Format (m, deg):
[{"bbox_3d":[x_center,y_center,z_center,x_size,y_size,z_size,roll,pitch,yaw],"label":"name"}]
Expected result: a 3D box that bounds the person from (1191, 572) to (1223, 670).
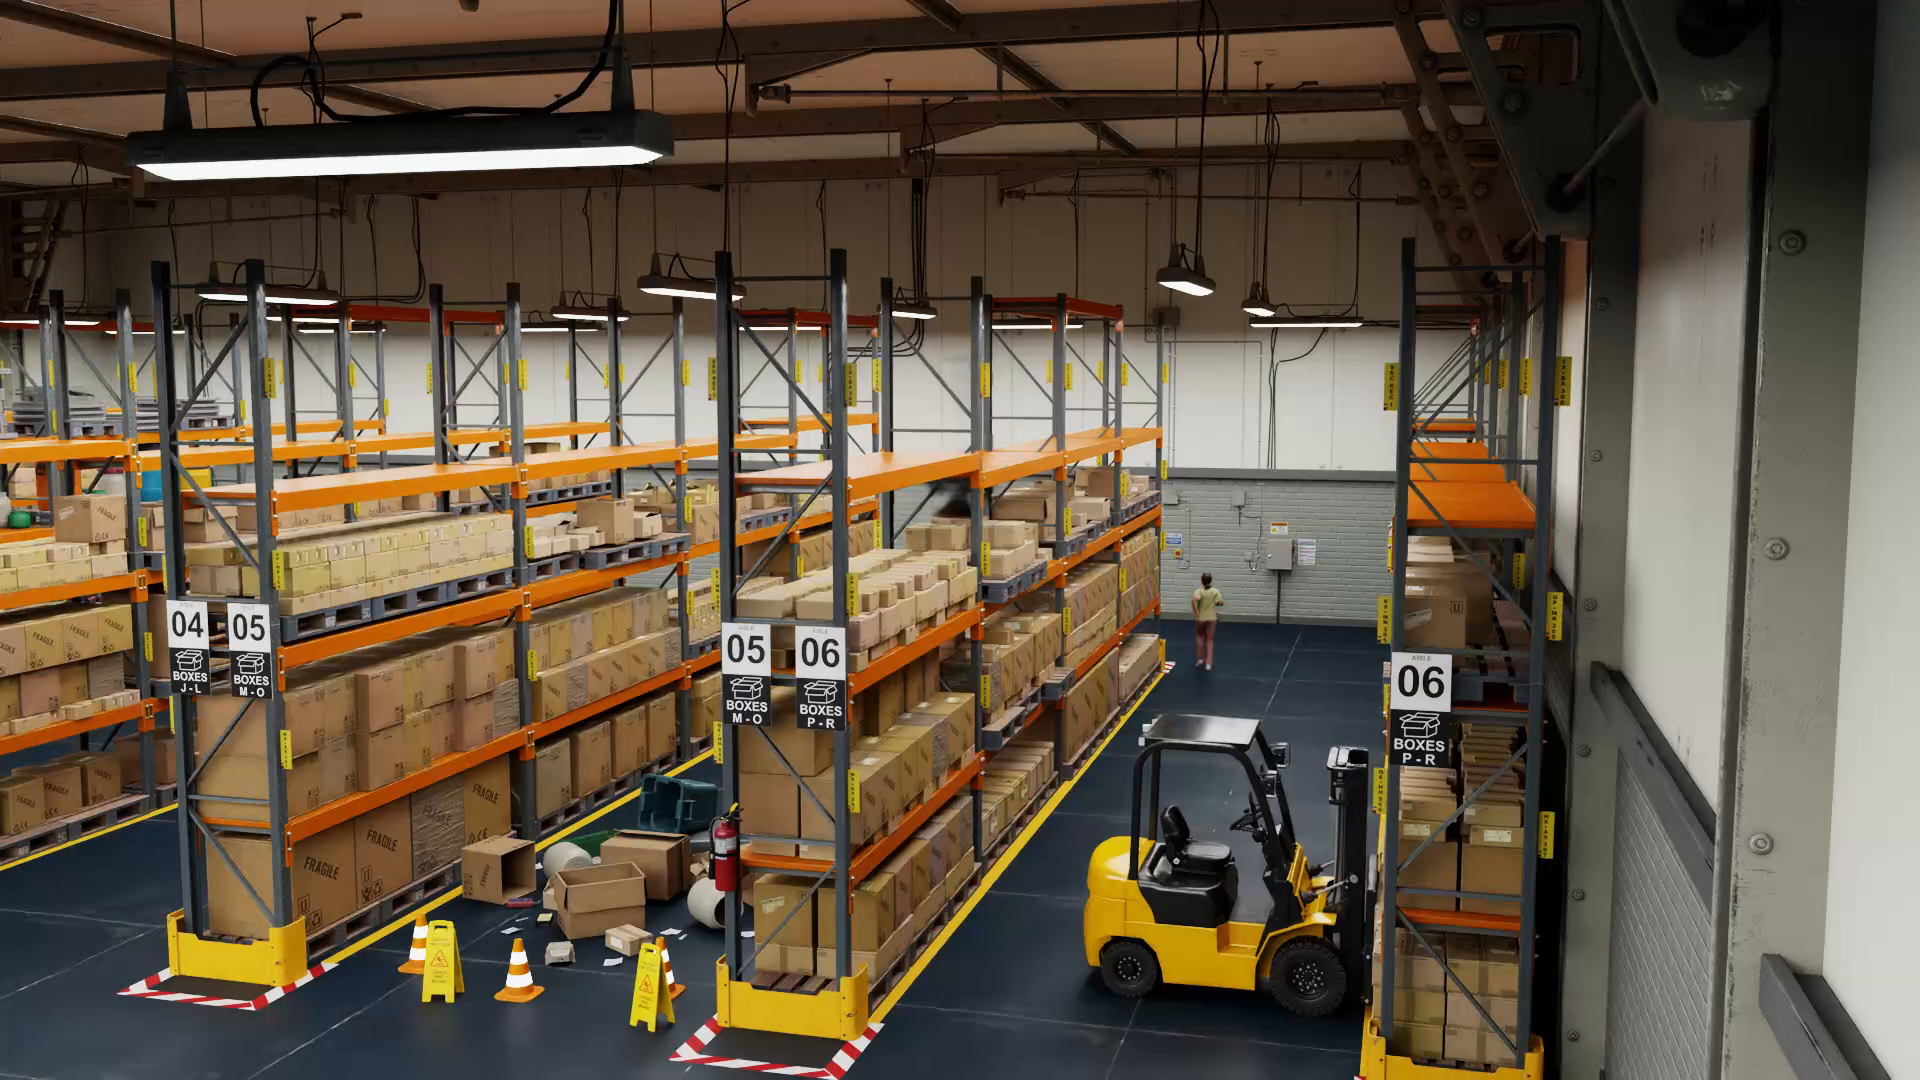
[{"bbox_3d":[4.135,1.345,27.962,0.565,1.627,0.760,0,6,2],"label":"person"}]
